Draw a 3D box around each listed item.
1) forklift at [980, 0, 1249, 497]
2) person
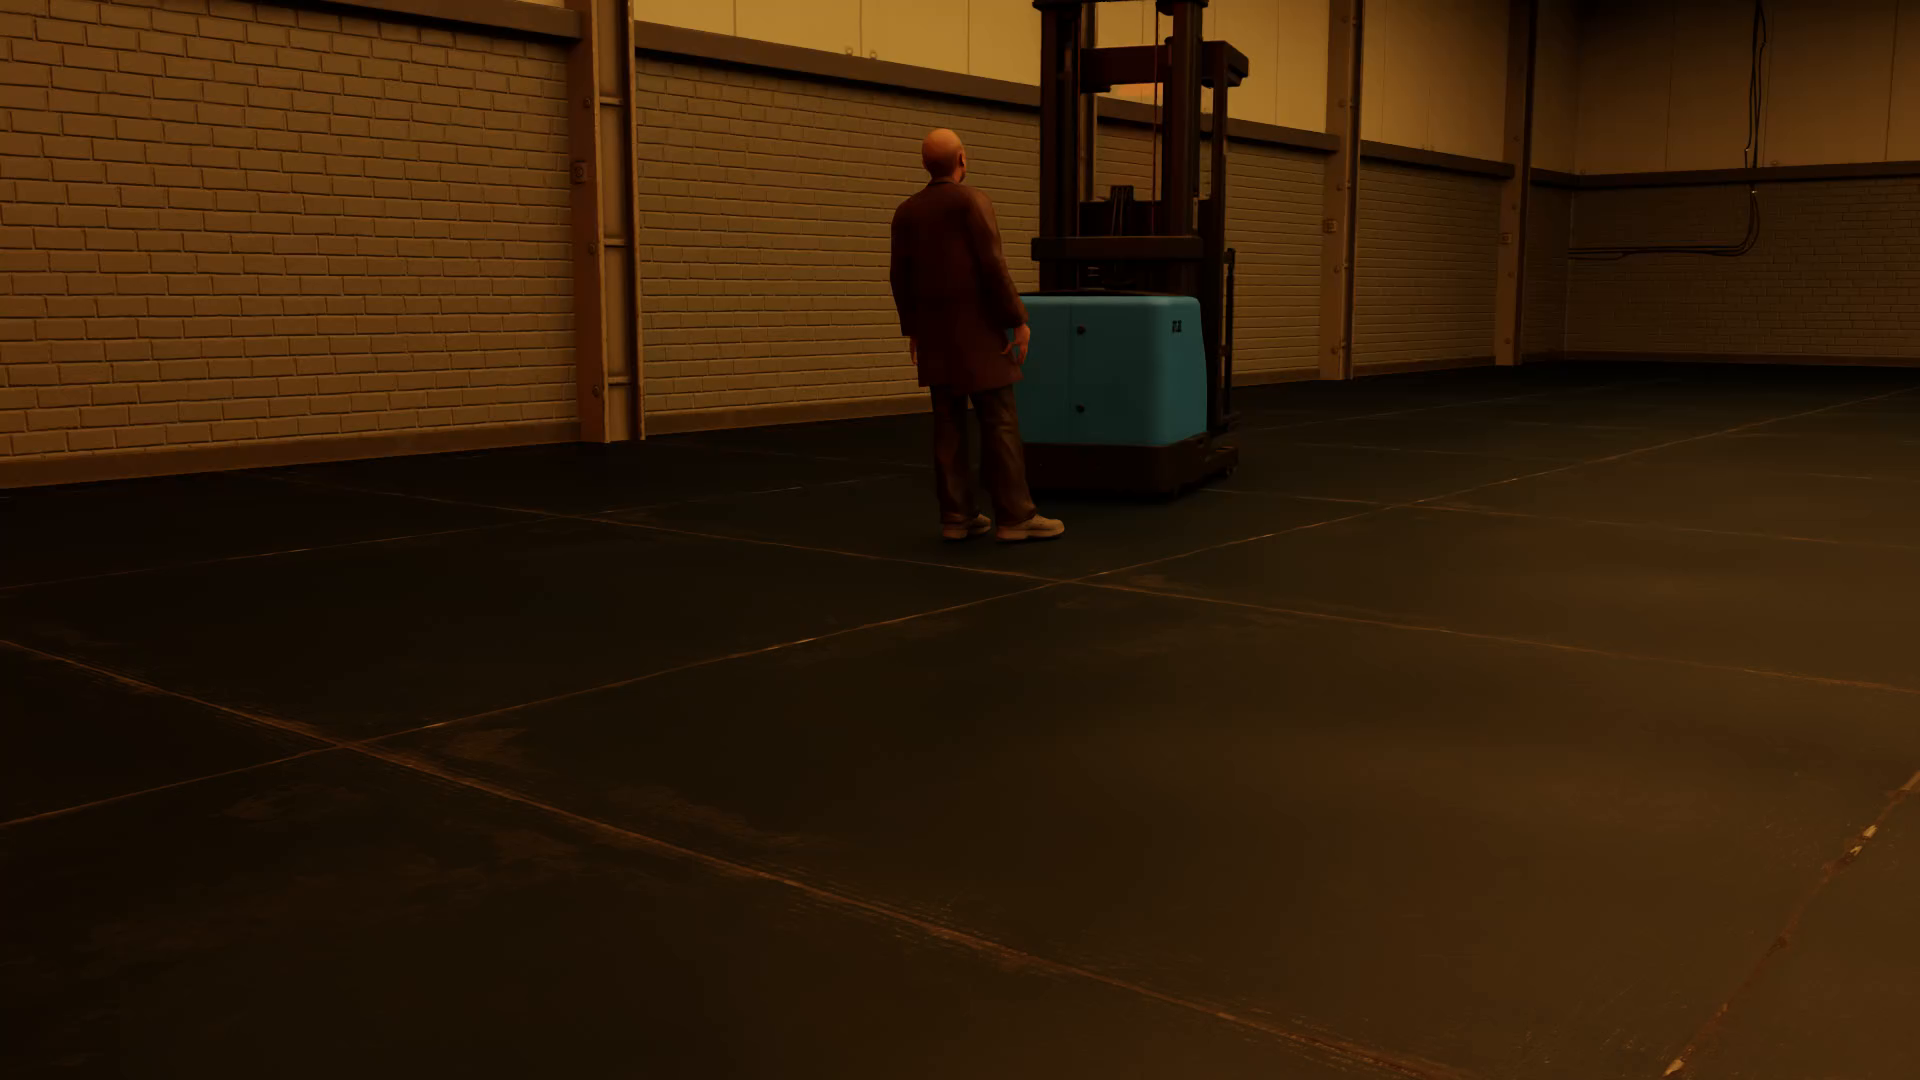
[{"bbox_3d":[1.083,-1.852,9.938,1.130,2.935,3.031,3,9,20],"label":"forklift"},{"bbox_3d":[0.061,-0.896,7.342,0.694,1.776,0.582,7,11,38],"label":"person"}]
